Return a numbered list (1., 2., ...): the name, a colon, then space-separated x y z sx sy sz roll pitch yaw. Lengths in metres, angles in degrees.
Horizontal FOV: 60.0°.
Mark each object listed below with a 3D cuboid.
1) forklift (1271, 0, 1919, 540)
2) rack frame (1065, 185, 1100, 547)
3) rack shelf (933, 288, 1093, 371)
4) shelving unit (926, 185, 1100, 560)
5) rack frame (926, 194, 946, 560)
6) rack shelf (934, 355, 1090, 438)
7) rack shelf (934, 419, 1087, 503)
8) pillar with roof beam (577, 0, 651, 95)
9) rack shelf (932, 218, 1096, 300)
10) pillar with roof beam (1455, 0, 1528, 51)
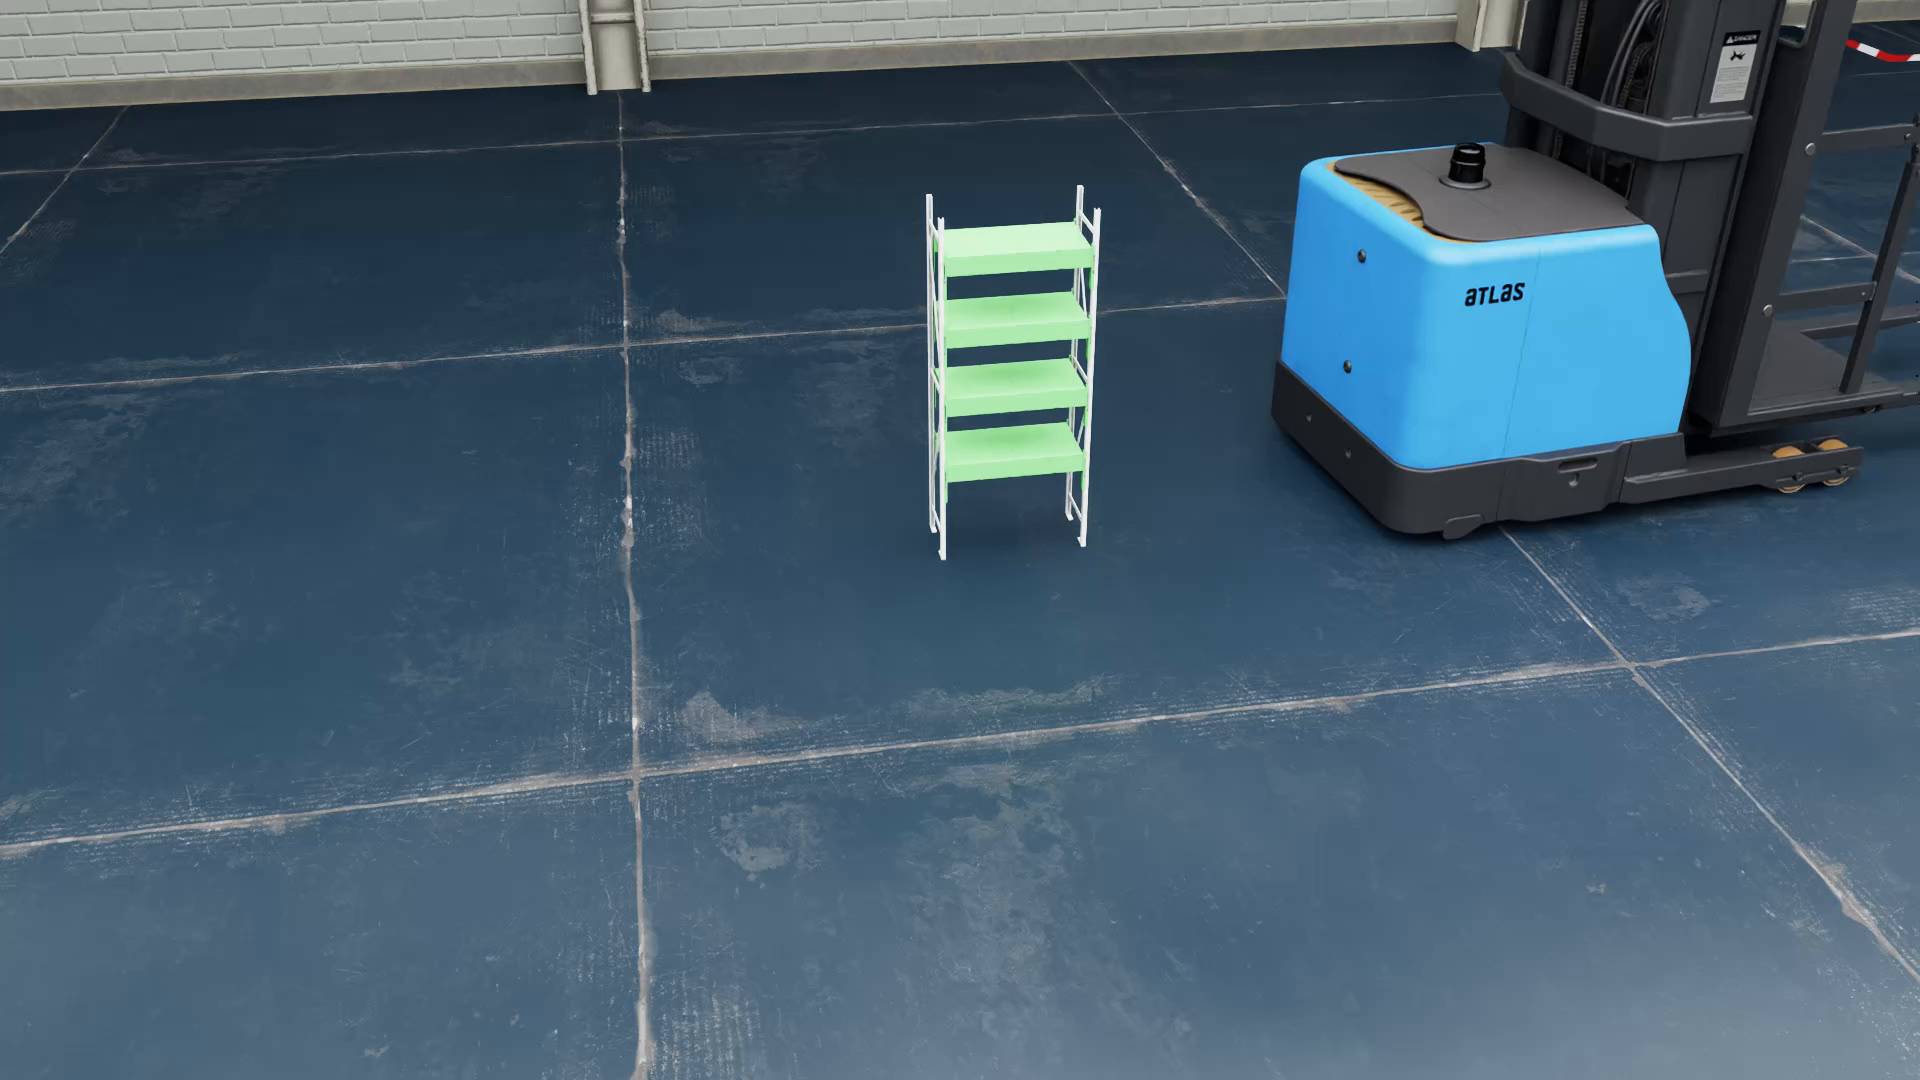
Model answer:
1. forklift: 2.778 -1.681 5.717 3.031 2.935 1.130 -9 32 -14
2. rack frame: 0.403 -0.555 5.509 0.015 1.200 0.240 -5 31 -9
3. rack shelf: 0.163 -0.684 5.382 0.480 0.148 0.258 -5 31 -9
4. shelving unit: 0.163 -0.532 5.472 0.503 1.200 0.258 -5 31 -9
5. rack frame: -0.077 -0.510 5.434 0.015 1.200 0.240 -5 31 -9
6. rack shelf: 0.163 -0.477 5.504 0.480 0.148 0.258 -5 31 -9
7. rack shelf: 0.163 -0.270 5.626 0.480 0.148 0.258 -5 31 -9
8. pillar with roof beam: -1.420 -4.657 4.792 0.400 9.000 9.100 -5 31 -9
9. rack shelf: 0.163 -0.891 5.261 0.480 0.148 0.258 -5 31 -9
10. pillar with roof beam: 4.482 -5.205 5.723 0.400 9.000 9.100 -5 31 -9
